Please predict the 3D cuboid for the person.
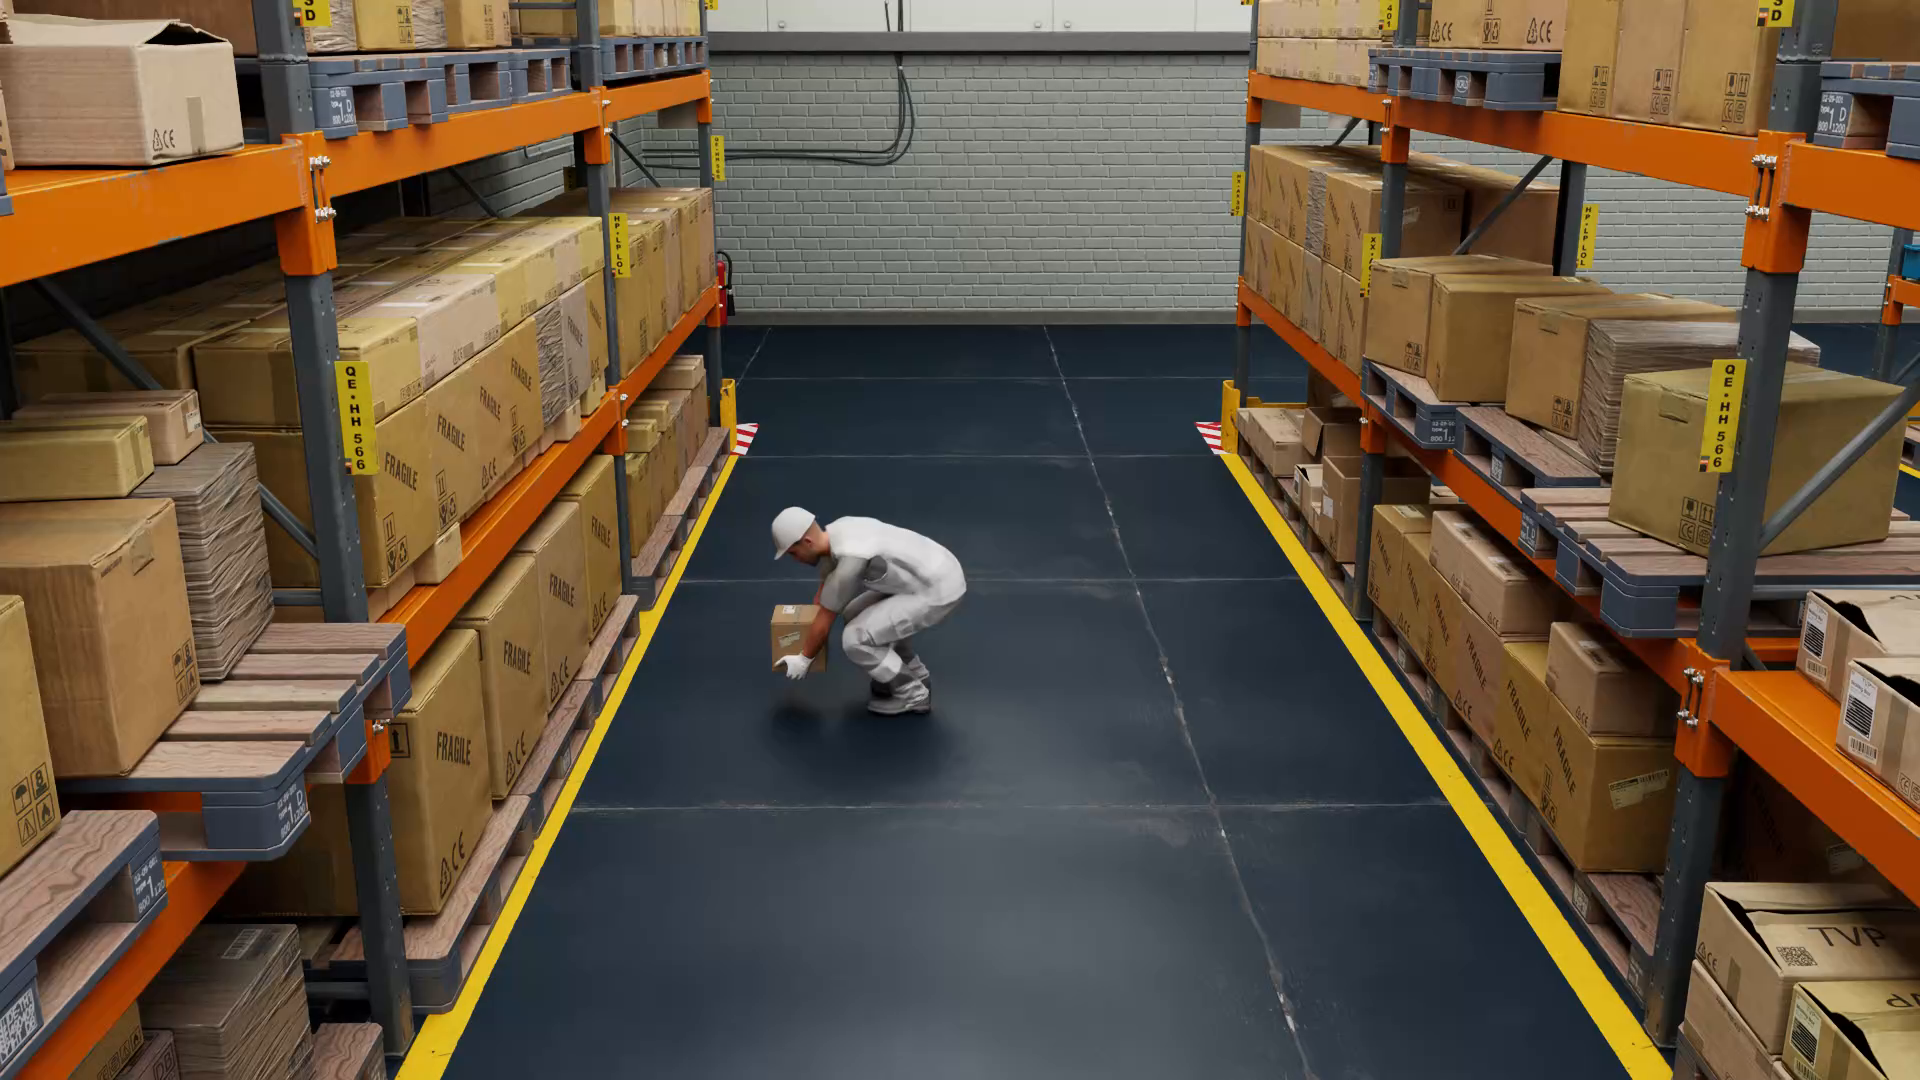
[{"bbox_3d":[-0.424,0.310,7.866,0.909,0.990,0.530,-1,17,-2],"label":"person"}]
